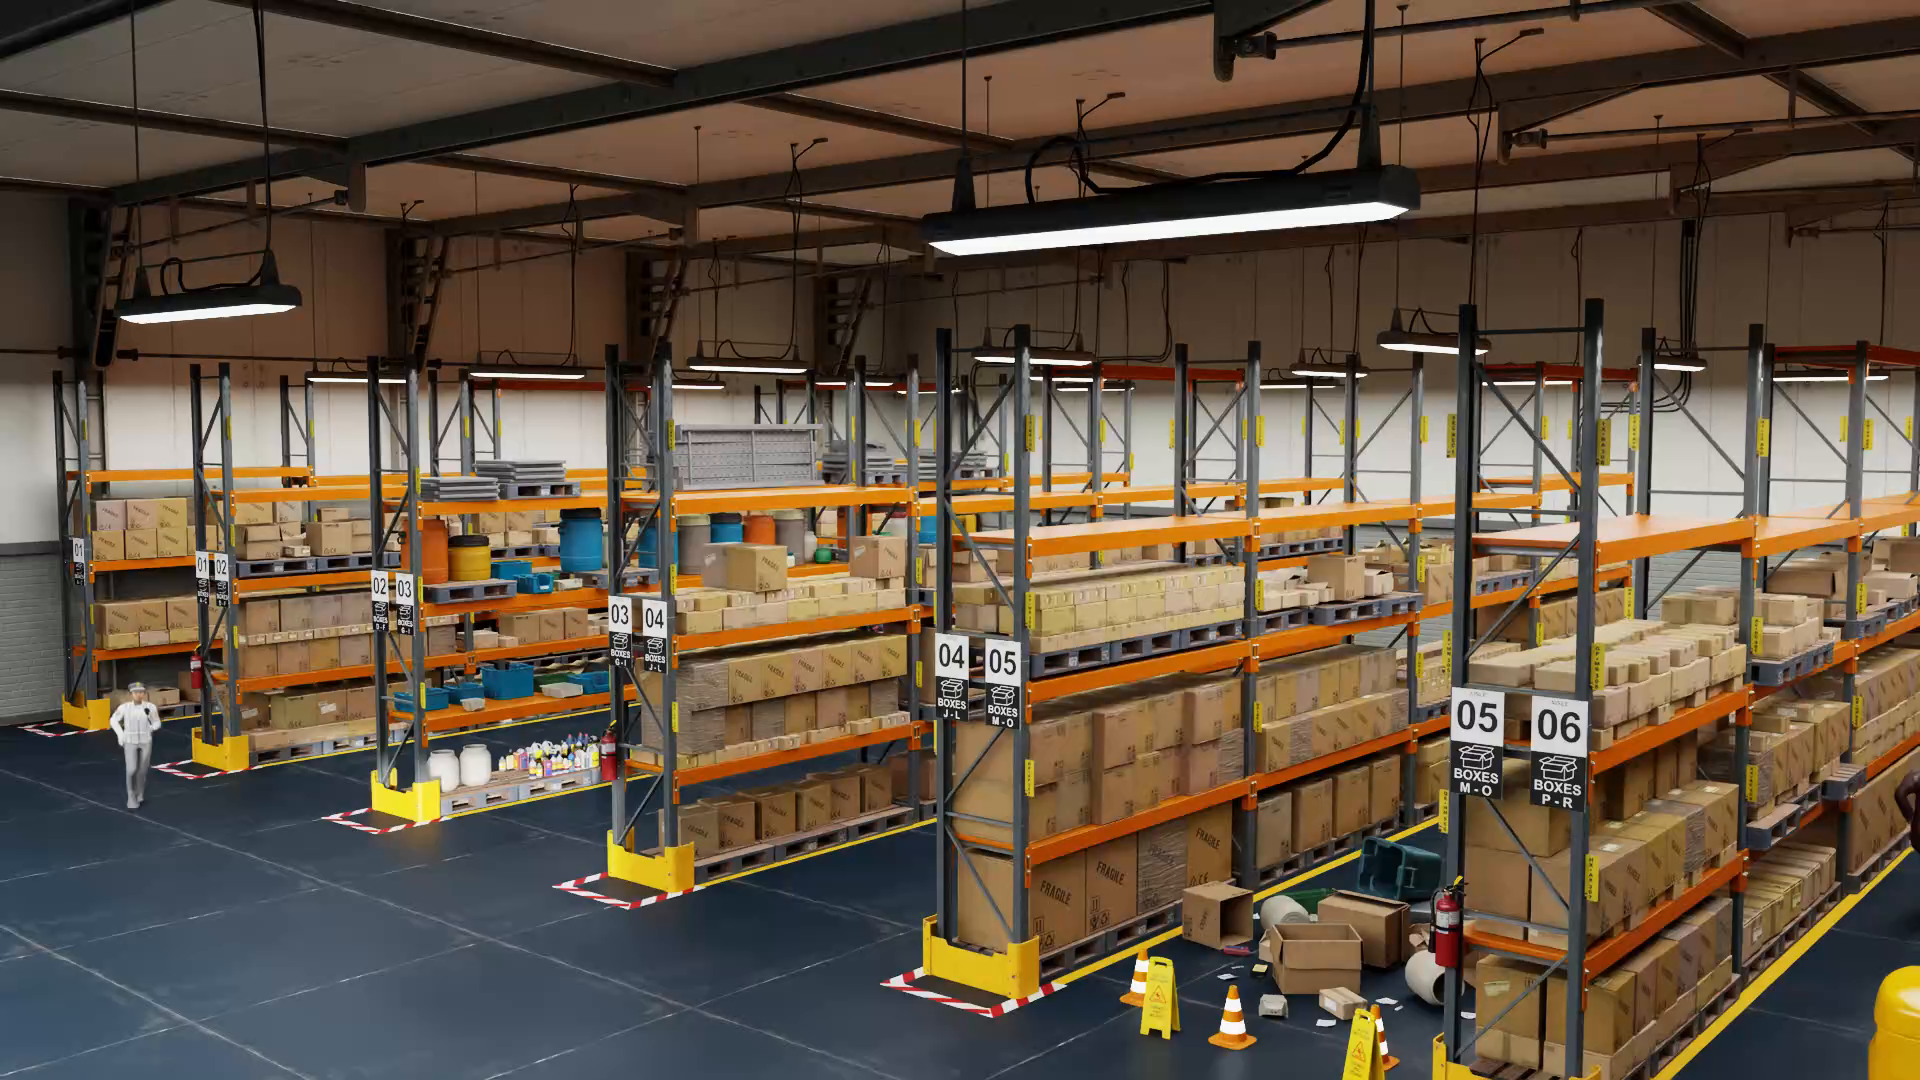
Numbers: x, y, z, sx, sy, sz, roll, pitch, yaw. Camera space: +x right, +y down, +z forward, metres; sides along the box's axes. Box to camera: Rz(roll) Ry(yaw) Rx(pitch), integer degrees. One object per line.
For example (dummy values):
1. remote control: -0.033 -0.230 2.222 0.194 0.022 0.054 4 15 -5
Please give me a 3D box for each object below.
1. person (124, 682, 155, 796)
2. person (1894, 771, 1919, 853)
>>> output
1. person: -10.937 2.663 22.148 0.382 1.577 0.593 -3 5 -34
2. person: 10.135 3.061 17.307 0.720 1.790 0.917 3 5 35
